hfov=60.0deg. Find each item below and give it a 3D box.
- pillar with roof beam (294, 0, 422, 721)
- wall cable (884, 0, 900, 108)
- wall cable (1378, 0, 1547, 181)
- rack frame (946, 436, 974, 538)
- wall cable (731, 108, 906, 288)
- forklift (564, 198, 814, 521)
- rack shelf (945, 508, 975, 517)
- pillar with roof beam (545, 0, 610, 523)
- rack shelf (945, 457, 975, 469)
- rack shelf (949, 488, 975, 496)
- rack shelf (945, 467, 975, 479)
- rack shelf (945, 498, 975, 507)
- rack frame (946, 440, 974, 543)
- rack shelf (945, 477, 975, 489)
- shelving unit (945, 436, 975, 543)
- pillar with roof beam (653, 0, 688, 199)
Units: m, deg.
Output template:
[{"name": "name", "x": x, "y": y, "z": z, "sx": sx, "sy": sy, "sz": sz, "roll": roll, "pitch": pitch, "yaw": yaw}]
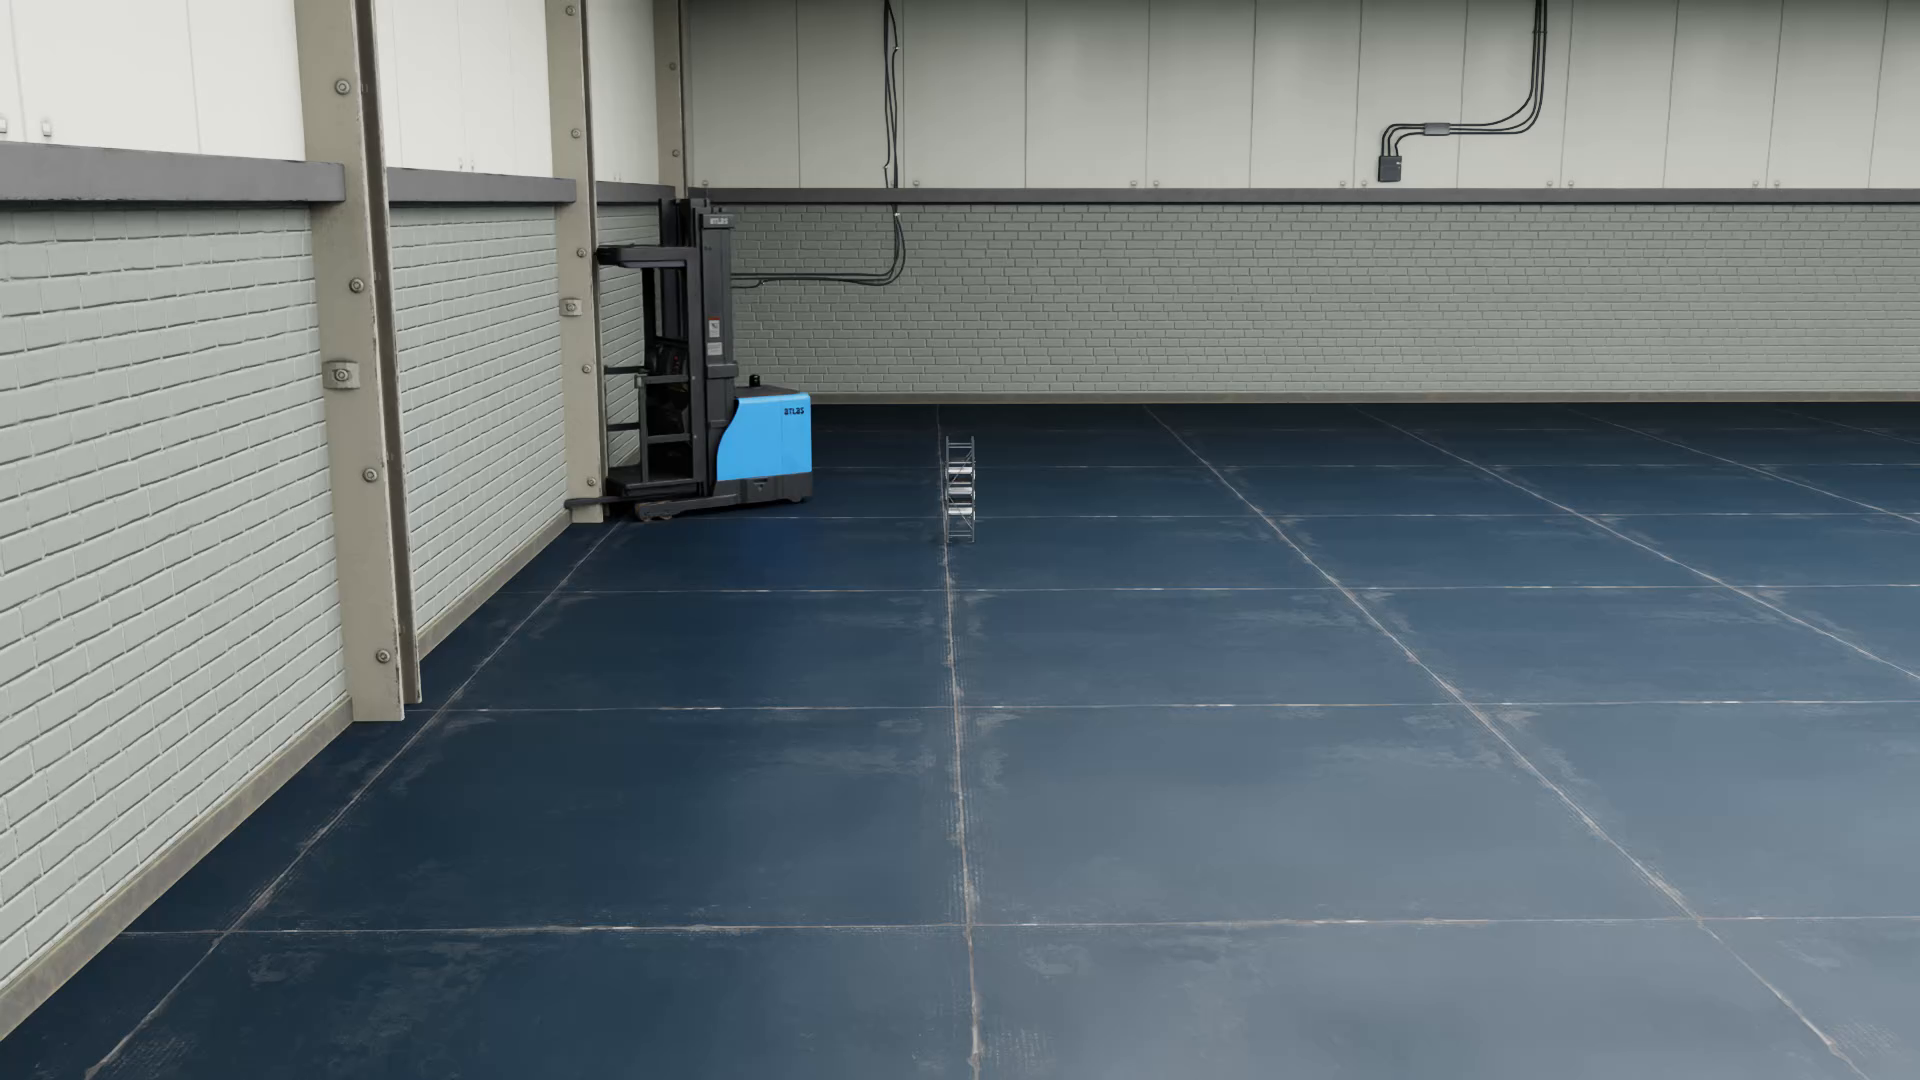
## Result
[{"name": "pillar with roof beam", "x": 0.963, "y": -3.436, "z": 8.862, "sx": 9.100, "sy": 9.000, "sz": 0.400, "roll": 0, "pitch": 11, "yaw": -1}, {"name": "wall cable", "x": 0.377, "y": -7.359, "z": 23.307, "sx": 3.097, "sy": 2.526, "sz": 0.112, "roll": 0, "pitch": 11, "yaw": -1}, {"name": "wall cable", "x": 7.164, "y": -8.097, "z": 23.284, "sx": 2.305, "sy": 6.003, "sz": 0.169, "roll": 0, "pitch": 11, "yaw": -1}, {"name": "rack frame", "x": -0.002, "y": -0.460, "z": 14.561, "sx": 0.240, "sy": 0.900, "sz": 0.006, "roll": 0, "pitch": 11, "yaw": -1}, {"name": "wall cable", "x": -2.328, "y": -4.873, "z": 23.754, "sx": 3.097, "sy": 2.526, "sz": 0.112, "roll": 0, "pitch": 11, "yaw": -1}, {"name": "forklift", "x": -2.958, "y": -1.728, "z": 15.705, "sx": 3.031, "sy": 2.935, "sz": 1.130, "roll": -7, "pitch": 14, "yaw": -32}, {"name": "rack shelf", "x": 0.000, "y": -0.230, "z": 14.504, "sx": 0.258, "sy": 0.077, "sz": 0.200, "roll": 0, "pitch": 11, "yaw": -1}, {"name": "pillar with roof beam", "x": 0.839, "y": -4.628, "z": 14.740, "sx": 9.100, "sy": 9.000, "sz": 0.400, "roll": 0, "pitch": 11, "yaw": -1}, {"name": "rack shelf", "x": 0.000, "y": -0.671, "z": 14.415, "sx": 0.258, "sy": 0.077, "sz": 0.200, "roll": 0, "pitch": 11, "yaw": -1}, {"name": "rack shelf", "x": 0.000, "y": -0.407, "z": 14.468, "sx": 0.258, "sy": 0.077, "sz": 0.200, "roll": 0, "pitch": 11, "yaw": -1}, {"name": "rack shelf", "x": 0.000, "y": -0.583, "z": 14.433, "sx": 0.258, "sy": 0.077, "sz": 0.200, "roll": 0, "pitch": 11, "yaw": -1}, {"name": "rack shelf", "x": 0.000, "y": -0.319, "z": 14.486, "sx": 0.258, "sy": 0.077, "sz": 0.200, "roll": 0, "pitch": 11, "yaw": -1}, {"name": "rack frame", "x": 0.002, "y": -0.419, "z": 14.362, "sx": 0.240, "sy": 0.900, "sz": 0.006, "roll": 0, "pitch": 11, "yaw": -1}, {"name": "rack shelf", "x": 0.000, "y": -0.495, "z": 14.450, "sx": 0.258, "sy": 0.077, "sz": 0.200, "roll": 0, "pitch": 11, "yaw": -1}, {"name": "shelving unit", "x": 0.000, "y": -0.439, "z": 14.462, "sx": 0.258, "sy": 0.900, "sz": 0.210, "roll": 0, "pitch": 11, "yaw": -1}, {"name": "pillar with roof beam", "x": 0.715, "y": -5.821, "z": 20.619, "sx": 9.100, "sy": 9.000, "sz": 0.400, "roll": 0, "pitch": 11, "yaw": -1}]
